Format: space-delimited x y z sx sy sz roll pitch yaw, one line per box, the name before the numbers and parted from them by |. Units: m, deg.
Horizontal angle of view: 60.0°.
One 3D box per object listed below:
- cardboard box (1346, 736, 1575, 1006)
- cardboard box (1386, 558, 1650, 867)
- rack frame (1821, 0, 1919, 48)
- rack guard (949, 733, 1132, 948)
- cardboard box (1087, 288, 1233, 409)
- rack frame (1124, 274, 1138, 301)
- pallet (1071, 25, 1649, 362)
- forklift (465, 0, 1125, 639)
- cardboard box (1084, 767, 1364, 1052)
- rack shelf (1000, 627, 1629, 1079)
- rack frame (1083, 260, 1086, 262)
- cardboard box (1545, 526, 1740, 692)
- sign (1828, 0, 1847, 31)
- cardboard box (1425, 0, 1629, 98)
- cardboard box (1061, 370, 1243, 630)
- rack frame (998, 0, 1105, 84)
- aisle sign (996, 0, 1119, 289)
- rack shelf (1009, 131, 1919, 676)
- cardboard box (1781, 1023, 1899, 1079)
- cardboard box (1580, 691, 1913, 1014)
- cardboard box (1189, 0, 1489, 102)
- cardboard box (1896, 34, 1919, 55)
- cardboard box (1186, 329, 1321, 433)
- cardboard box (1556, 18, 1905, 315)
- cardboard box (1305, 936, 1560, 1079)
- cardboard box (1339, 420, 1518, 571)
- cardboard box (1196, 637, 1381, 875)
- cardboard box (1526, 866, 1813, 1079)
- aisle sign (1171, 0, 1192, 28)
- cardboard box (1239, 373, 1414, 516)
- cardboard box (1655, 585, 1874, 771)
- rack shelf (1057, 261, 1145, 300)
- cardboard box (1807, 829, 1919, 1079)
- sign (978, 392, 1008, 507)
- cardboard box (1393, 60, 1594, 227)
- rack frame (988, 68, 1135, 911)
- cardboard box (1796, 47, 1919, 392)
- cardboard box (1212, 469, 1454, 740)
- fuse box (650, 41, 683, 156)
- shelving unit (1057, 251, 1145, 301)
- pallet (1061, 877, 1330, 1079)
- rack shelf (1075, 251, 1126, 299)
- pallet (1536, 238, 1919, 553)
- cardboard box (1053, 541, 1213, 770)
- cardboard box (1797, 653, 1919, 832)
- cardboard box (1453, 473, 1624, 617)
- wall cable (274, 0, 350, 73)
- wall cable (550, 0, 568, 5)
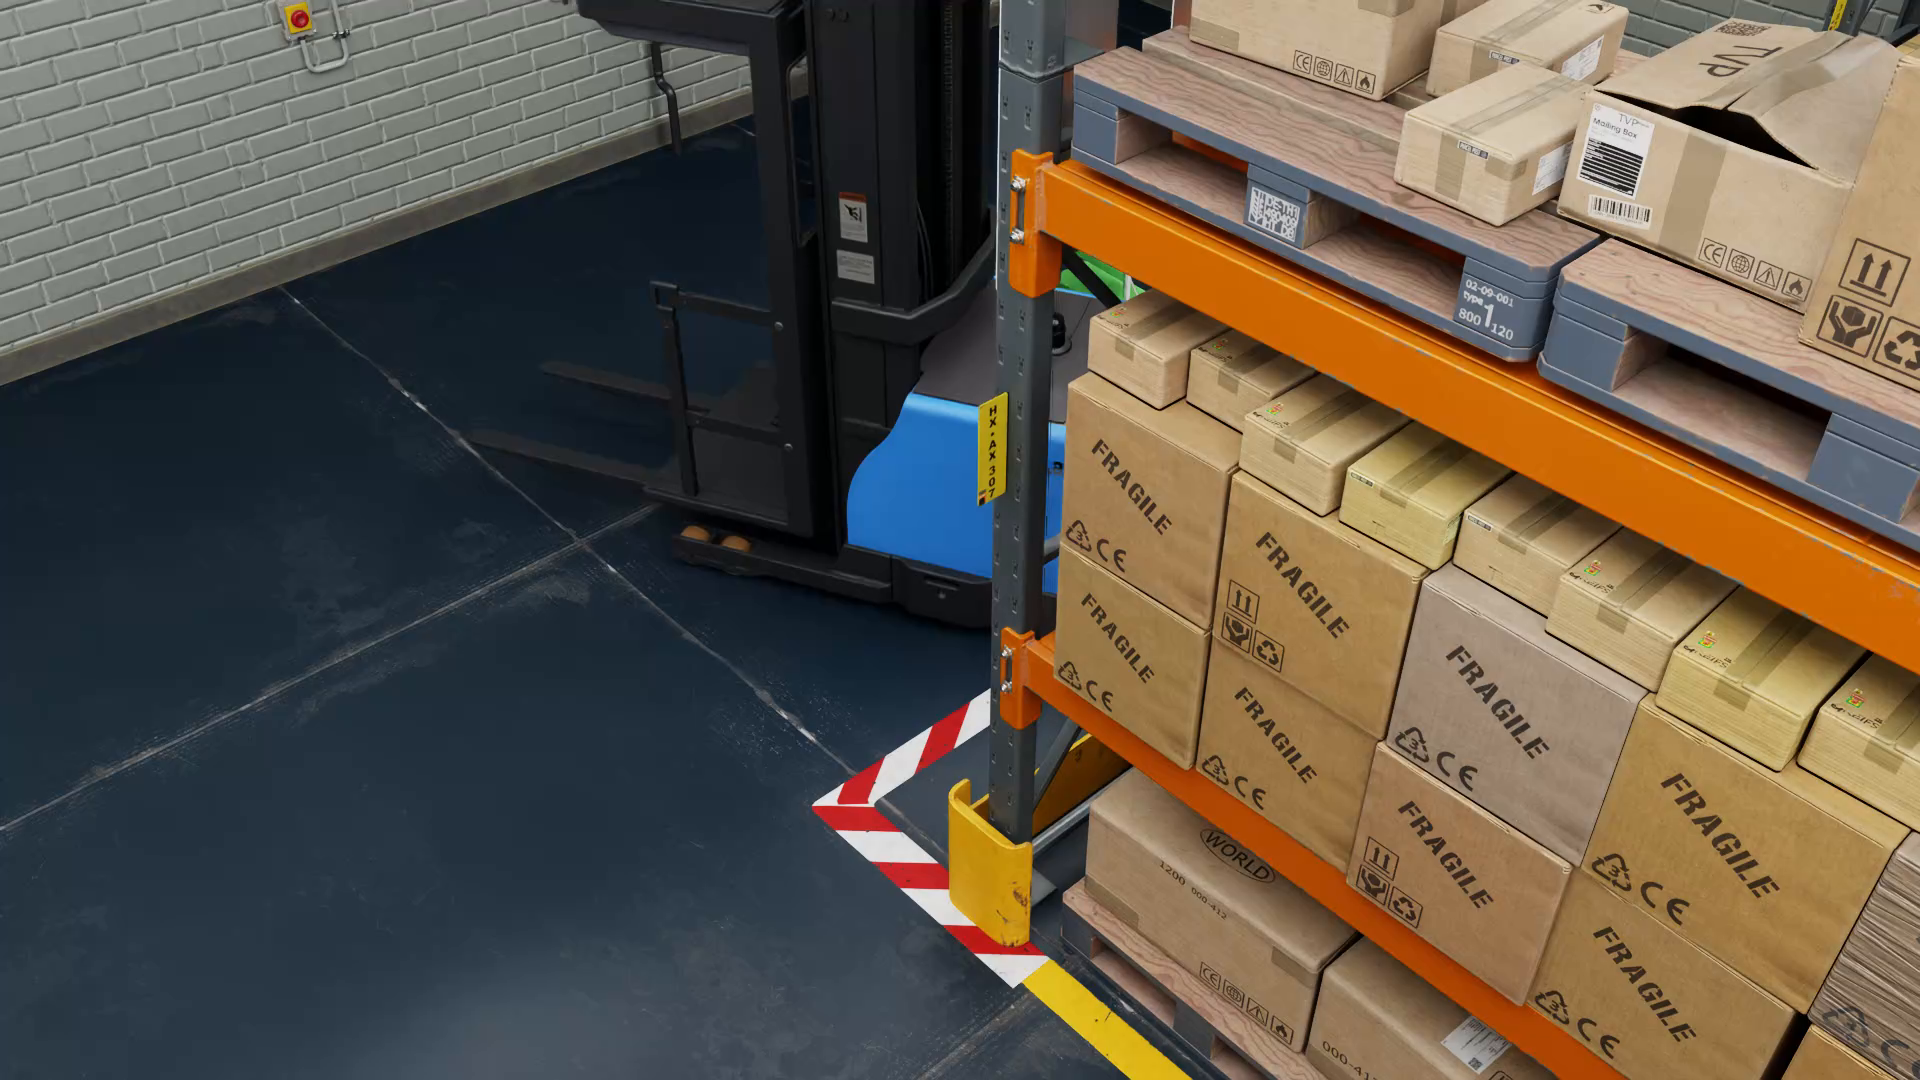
cardboard box | 1.305 0.668 3.956 0.500 0.500 0.500 -30 48 -32
cardboard box | 1.322 0.284 3.636 0.500 0.500 0.500 -30 48 -32
rack frame | 4.153 -2.214 7.604 1.000 3.000 0.127 -30 48 -32
rack guard | 0.483 0.859 5.789 1.175 0.500 0.348 -30 48 -32
cardboard box | 0.535 -0.501 4.091 0.380 0.149 0.250 -29 47 -31
rack frame | 0.788 -0.796 7.281 0.240 1.200 0.015 -27 46 -29
pallet | 1.008 -0.896 3.656 1.003 0.211 1.213 -30 48 -32
forklift | -0.694 -1.285 6.508 3.031 2.935 1.130 13 41 16
cardboard box | 1.019 0.994 5.337 0.875 0.438 0.875 -32 49 -33
rack shelf | 1.852 1.103 4.070 1.077 0.370 4.000 -30 48 -32
rack frame | 0.483 -1.035 7.577 0.240 1.200 0.015 -27 46 -29
cardboard box | 1.402 0.106 3.340 0.380 0.149 0.250 -30 47 -31
sign | 3.753 -2.320 7.046 0.100 0.325 0.005 -30 48 -32
cardboard box | 1.212 -1.044 3.554 0.250 0.149 0.380 30 48 32
cardboard box | 0.614 -0.187 4.219 0.500 0.500 0.500 -31 48 -33
rack frame | 0.499 -2.437 3.105 1.000 3.000 0.127 -30 48 -32
aisle sign | 0.237 -1.024 4.062 0.394 0.787 0.004 -30 48 -32
rack shelf | 1.852 -0.064 3.127 1.077 0.370 4.000 -30 48 -32
cardboard box | 1.999 1.141 3.370 0.500 0.500 0.500 -31 48 -32
cardboard box | 1.660 0.514 3.351 0.500 0.500 0.500 -30 48 -32
cardboard box | 0.870 -1.244 3.721 0.500 0.250 0.500 30 47 31
cardboard box | 4.261 -1.947 7.156 0.500 0.250 0.500 -30 47 -32
cardboard box | 0.765 -0.410 3.979 0.380 0.149 0.250 -29 47 -31
cardboard box | 1.474 -0.723 3.028 0.500 0.311 0.500 -29 47 -31
cardboard box | 1.644 1.414 4.817 0.875 0.438 0.875 -29 47 -31
cardboard box | 1.047 -0.127 3.628 0.380 0.149 0.250 -32 49 -33
cardboard box | 0.975 0.425 4.257 0.500 0.500 0.500 -31 48 -32
cardboard box | 1.657 0.893 3.678 0.500 0.500 0.500 -28 47 -30
aisle sign | 0.679 -1.279 4.377 0.394 0.787 0.004 -30 48 -32
cardboard box | 0.856 -0.241 3.769 0.380 0.149 0.250 -28 47 -31
cardboard box | 1.553 0.235 3.181 0.380 0.149 0.250 -31 48 -33
rack shelf | 0.635 -1.053 7.318 0.258 0.148 0.480 -27 46 -29
cardboard box | 1.993 0.750 3.059 0.500 0.500 0.500 -29 47 -31
sign | 0.086 -0.237 4.404 0.100 0.325 0.005 -30 48 -32
cardboard box | 1.065 -0.773 3.219 0.380 0.149 0.250 -28 47 -30
rack frame | 0.499 -0.103 4.990 1.000 3.000 0.127 -30 48 -32
cardboard box | 1.752 -0.514 2.619 0.500 0.500 0.500 -29 47 -31
cardboard box | 0.968 0.049 3.927 0.500 0.500 0.500 -31 48 -33
fuse box | -1.686 -3.026 9.635 0.539 1.711 0.414 -30 48 -32
shelving unit | 0.635 -0.916 7.429 0.258 1.200 0.503 -27 46 -29
pallet | 1.097 1.319 5.449 1.003 0.211 1.213 -30 48 -32
rack shelf | 0.635 -1.239 7.167 0.258 0.148 0.480 -27 46 -29
pallet | 1.838 -0.332 2.956 1.003 0.211 1.213 -30 48 -32
cardboard box | 0.612 0.202 4.532 0.500 0.500 0.500 -30 48 -32
cardboard box | 1.766 0.335 3.056 0.380 0.149 0.250 -30 48 -32
cardboard box | 1.264 -0.028 3.505 0.380 0.149 0.250 -29 47 -31
wall cable | -3.332 -3.110 7.880 0.585 1.953 0.123 -30 48 -32
wall cable | -2.295 -3.706 8.643 0.588 1.984 0.122 -30 48 -32
